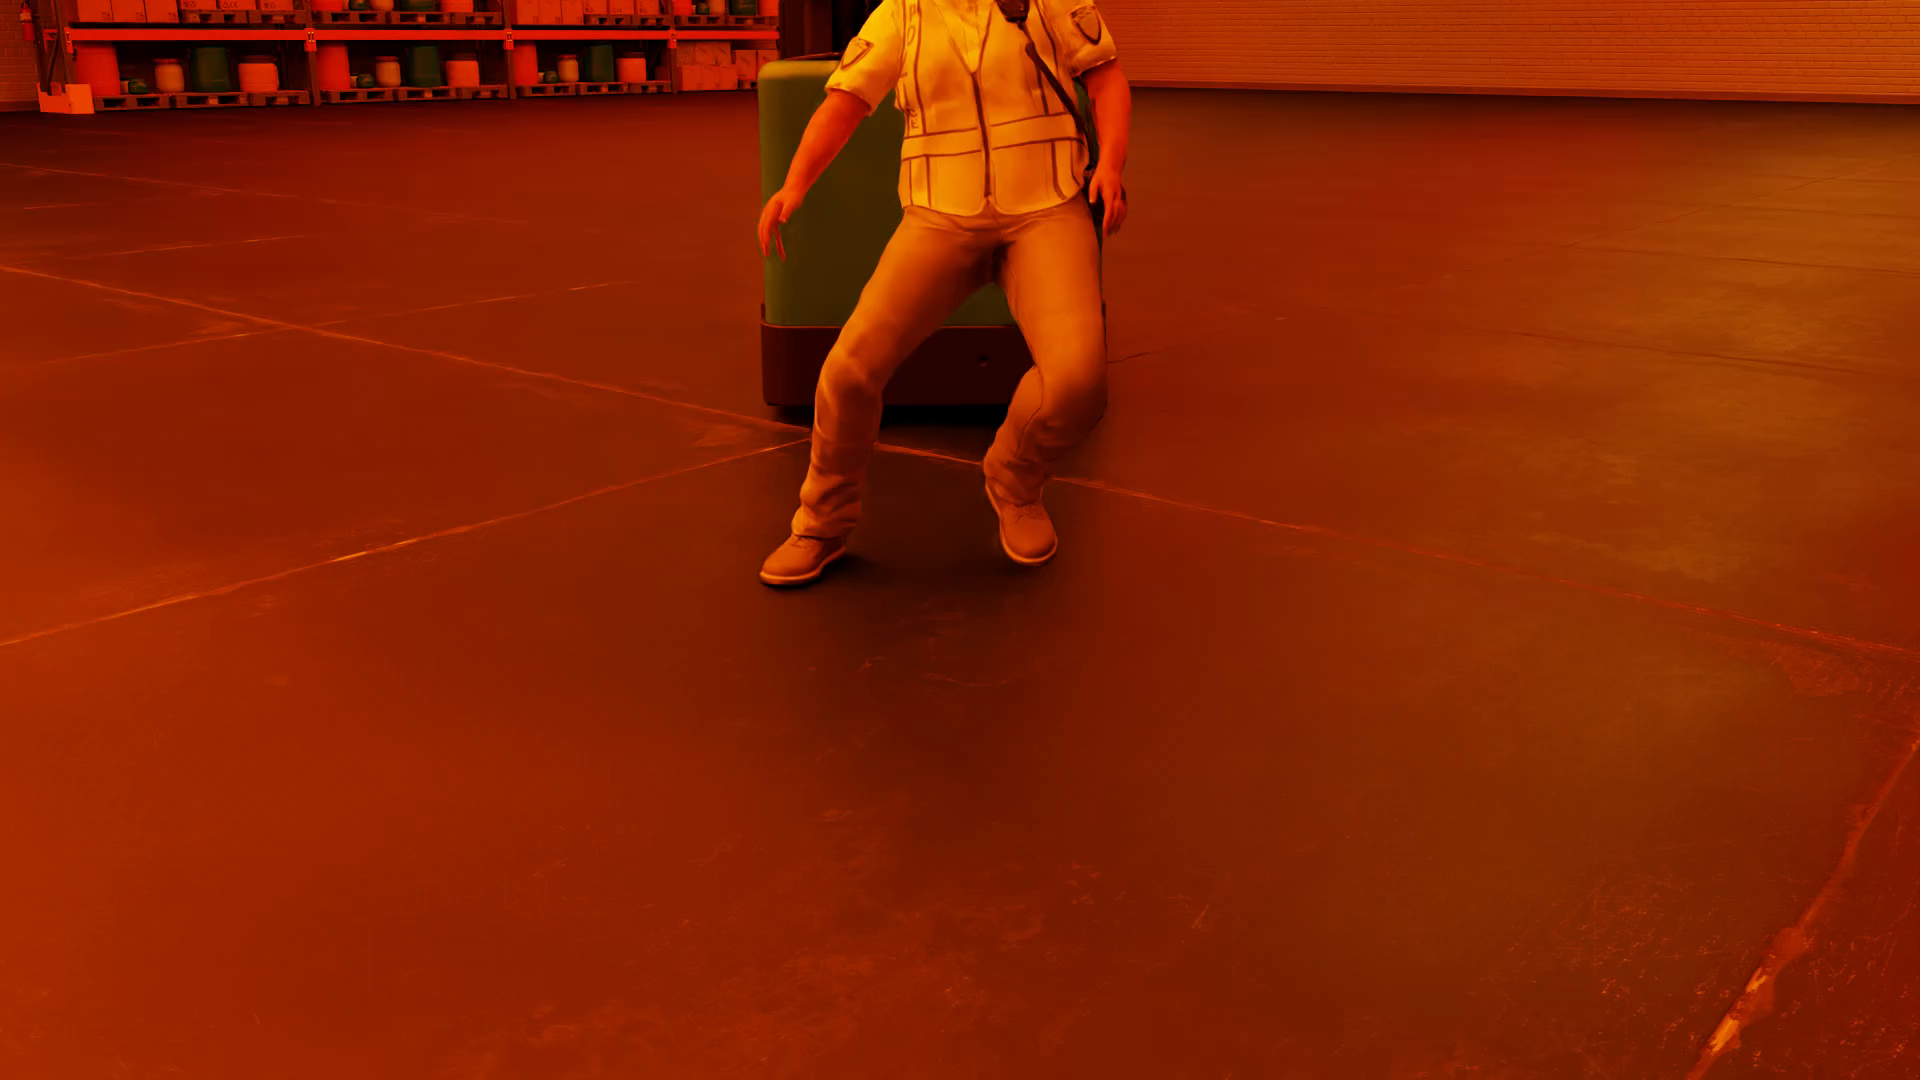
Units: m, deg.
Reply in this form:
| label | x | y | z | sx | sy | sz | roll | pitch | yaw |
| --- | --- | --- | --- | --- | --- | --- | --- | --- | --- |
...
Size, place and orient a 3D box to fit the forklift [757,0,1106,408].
| label | x | y | z | sx | sy | sz | roll | pitch | yaw |
| --- | --- | --- | --- | --- | --- | --- | --- | --- | --- |
| forklift | -0.103 | -2.181 | 6.080 | 1.130 | 2.935 | 3.031 | 0 | 17 | -1 |

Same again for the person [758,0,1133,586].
| label | x | y | z | sx | sy | sz | roll | pitch | yaw |
| --- | --- | --- | --- | --- | --- | --- | --- | --- | --- |
| person | -0.030 | -0.686 | 3.526 | 0.775 | 1.547 | 0.565 | 2 | 17 | 8 |
